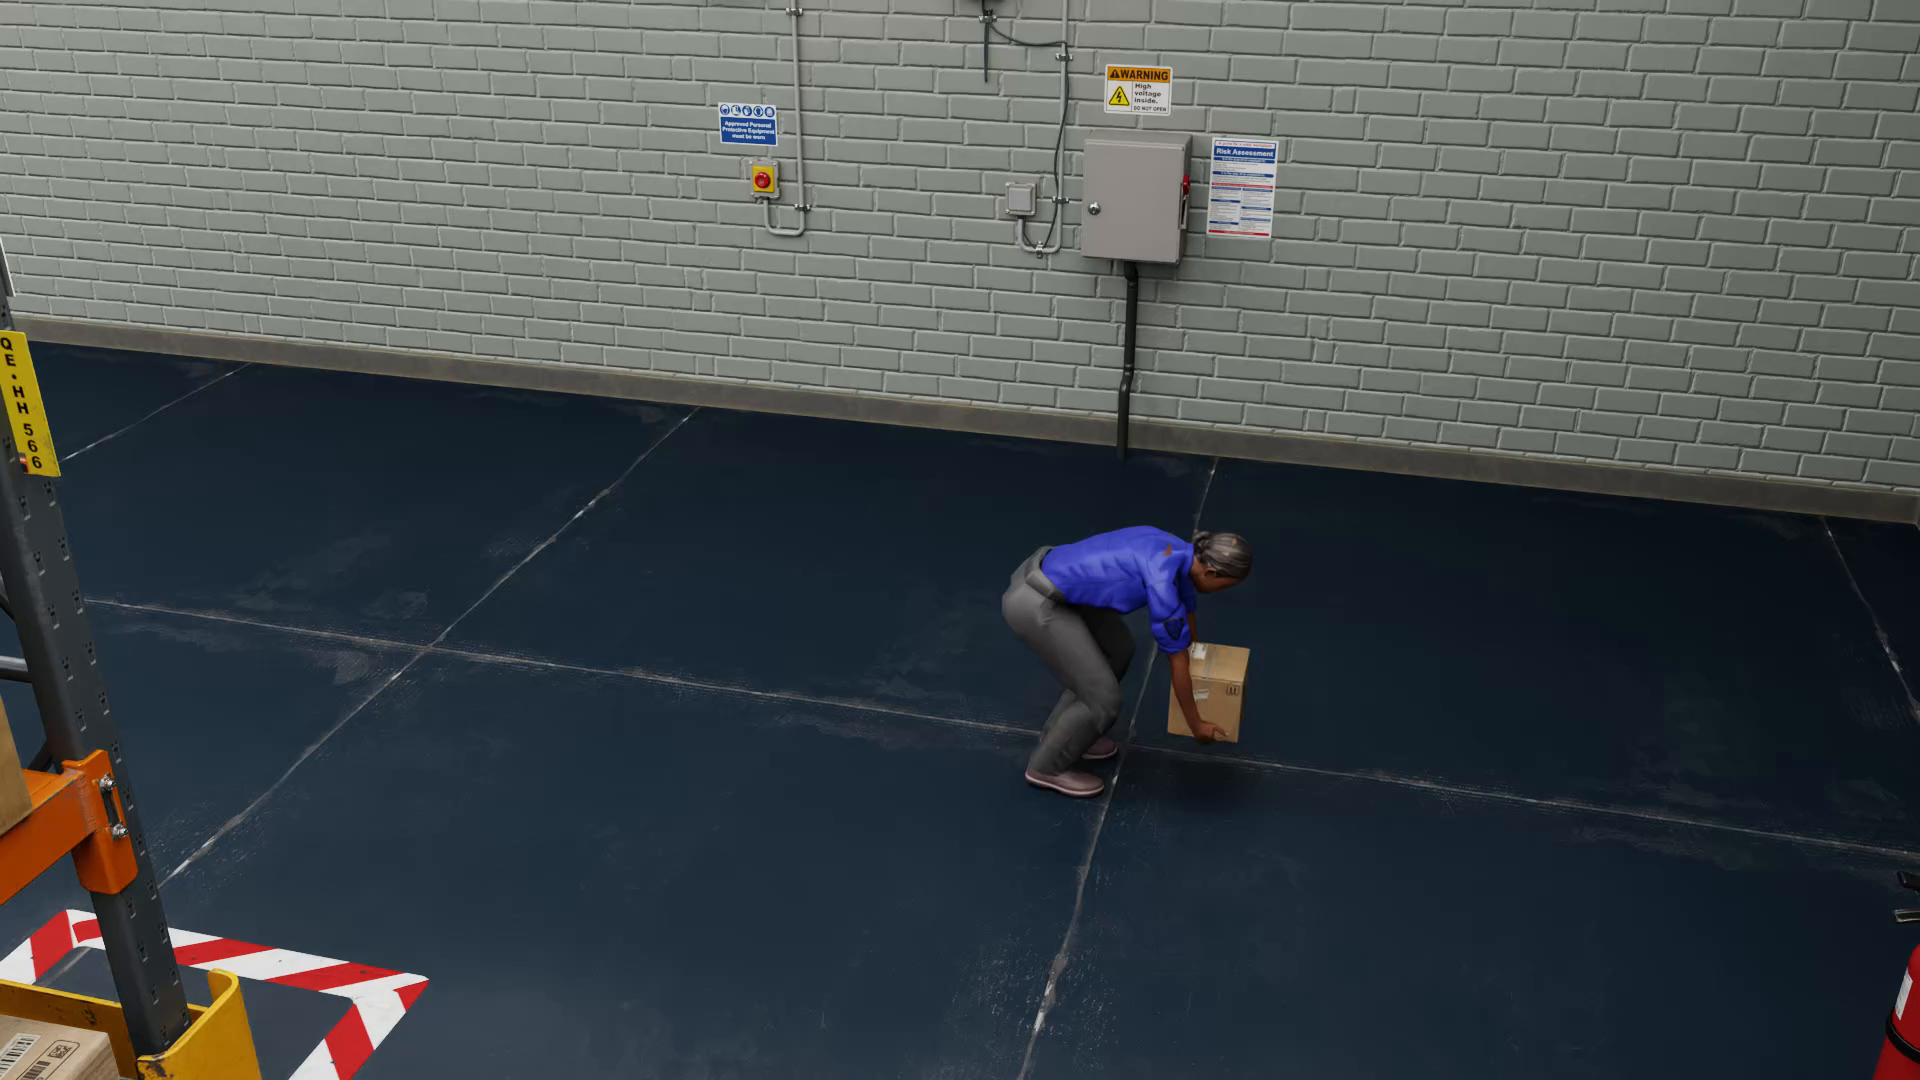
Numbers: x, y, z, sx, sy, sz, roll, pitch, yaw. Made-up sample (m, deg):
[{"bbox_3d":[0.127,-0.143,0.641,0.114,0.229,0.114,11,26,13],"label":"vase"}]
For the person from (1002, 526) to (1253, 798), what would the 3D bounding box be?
[{"bbox_3d":[0.586,0.413,5.988,0.861,1.027,0.460,5,26,11],"label":"person"}]
